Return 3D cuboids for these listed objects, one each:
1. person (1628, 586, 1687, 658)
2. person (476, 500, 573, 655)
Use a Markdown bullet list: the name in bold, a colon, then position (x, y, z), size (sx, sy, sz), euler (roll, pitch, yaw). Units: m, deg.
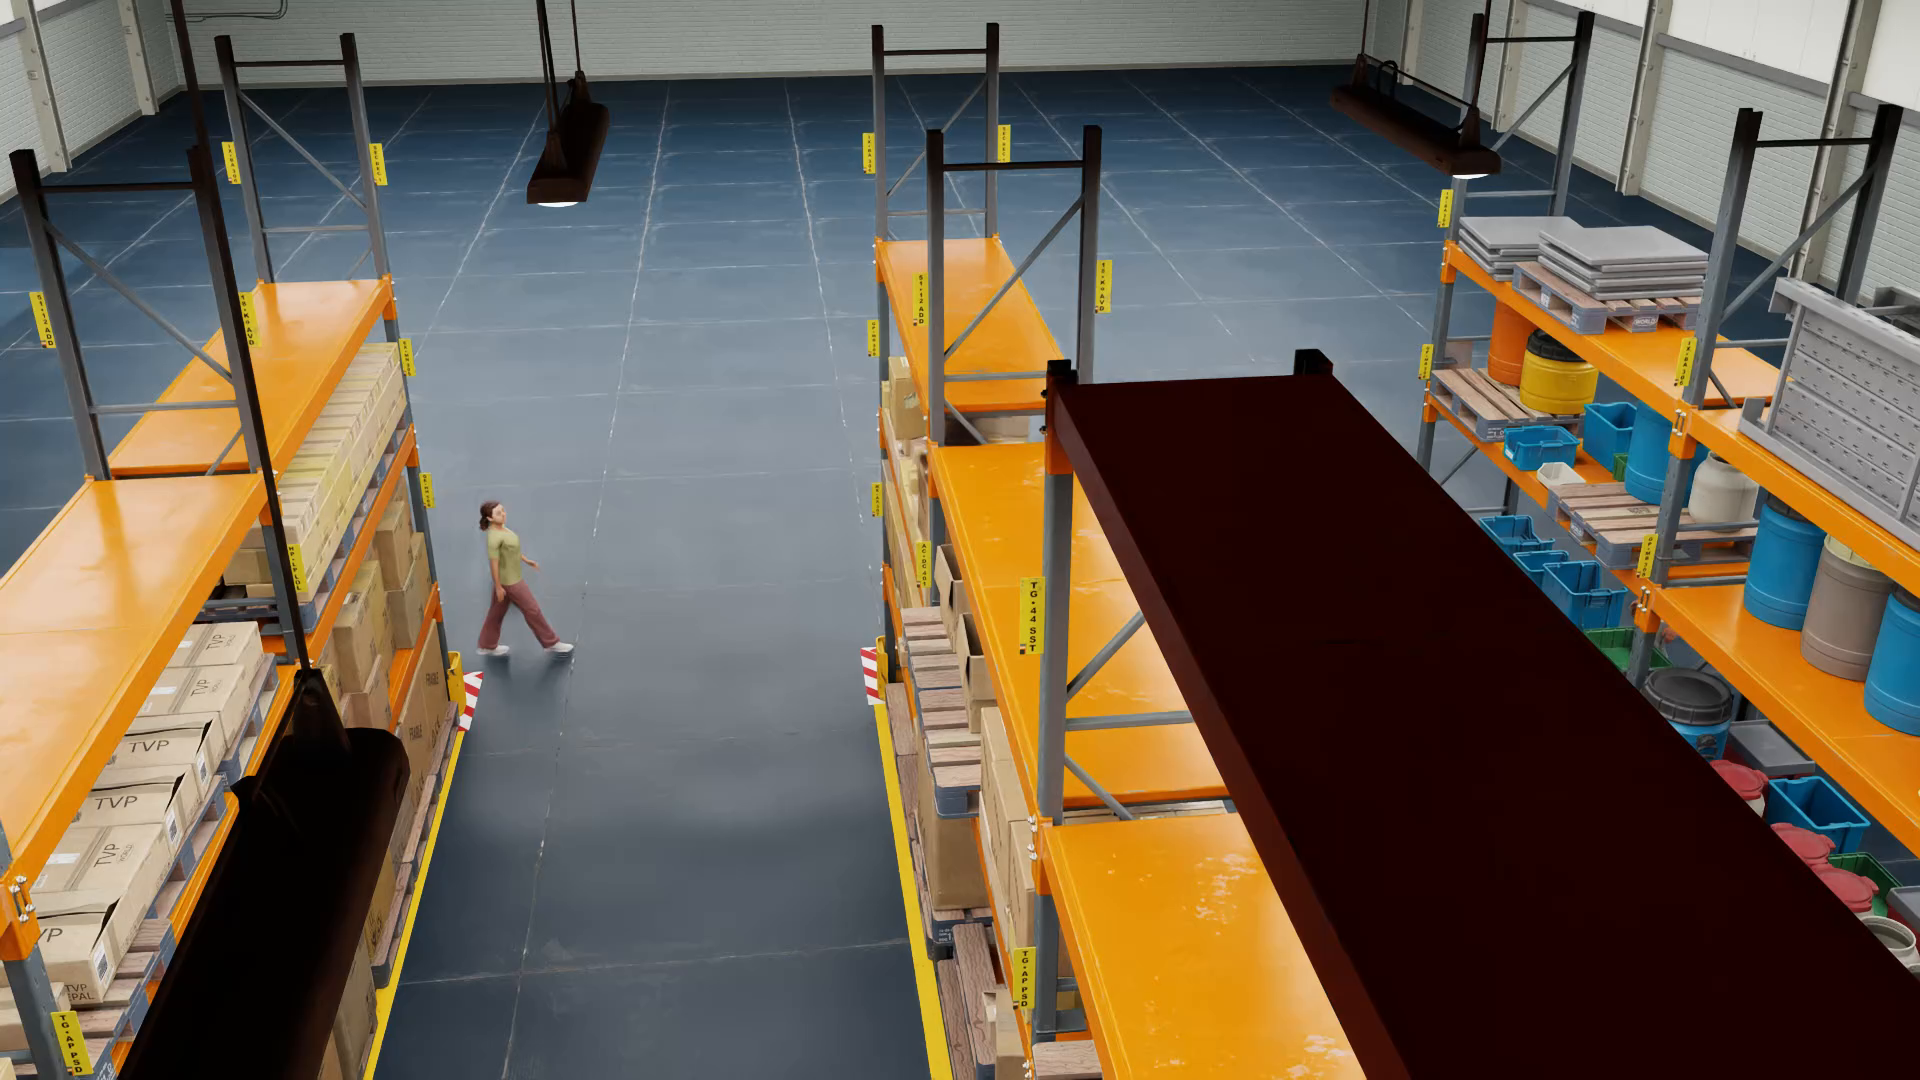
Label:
- **person**: position (6.261, 0.652, 15.102), size (0.577, 1.766, 0.577), euler (7, 26, 14)
- **person**: position (-4.238, 0.347, 15.845), size (0.905, 1.618, 0.493), euler (-8, 27, -16)
